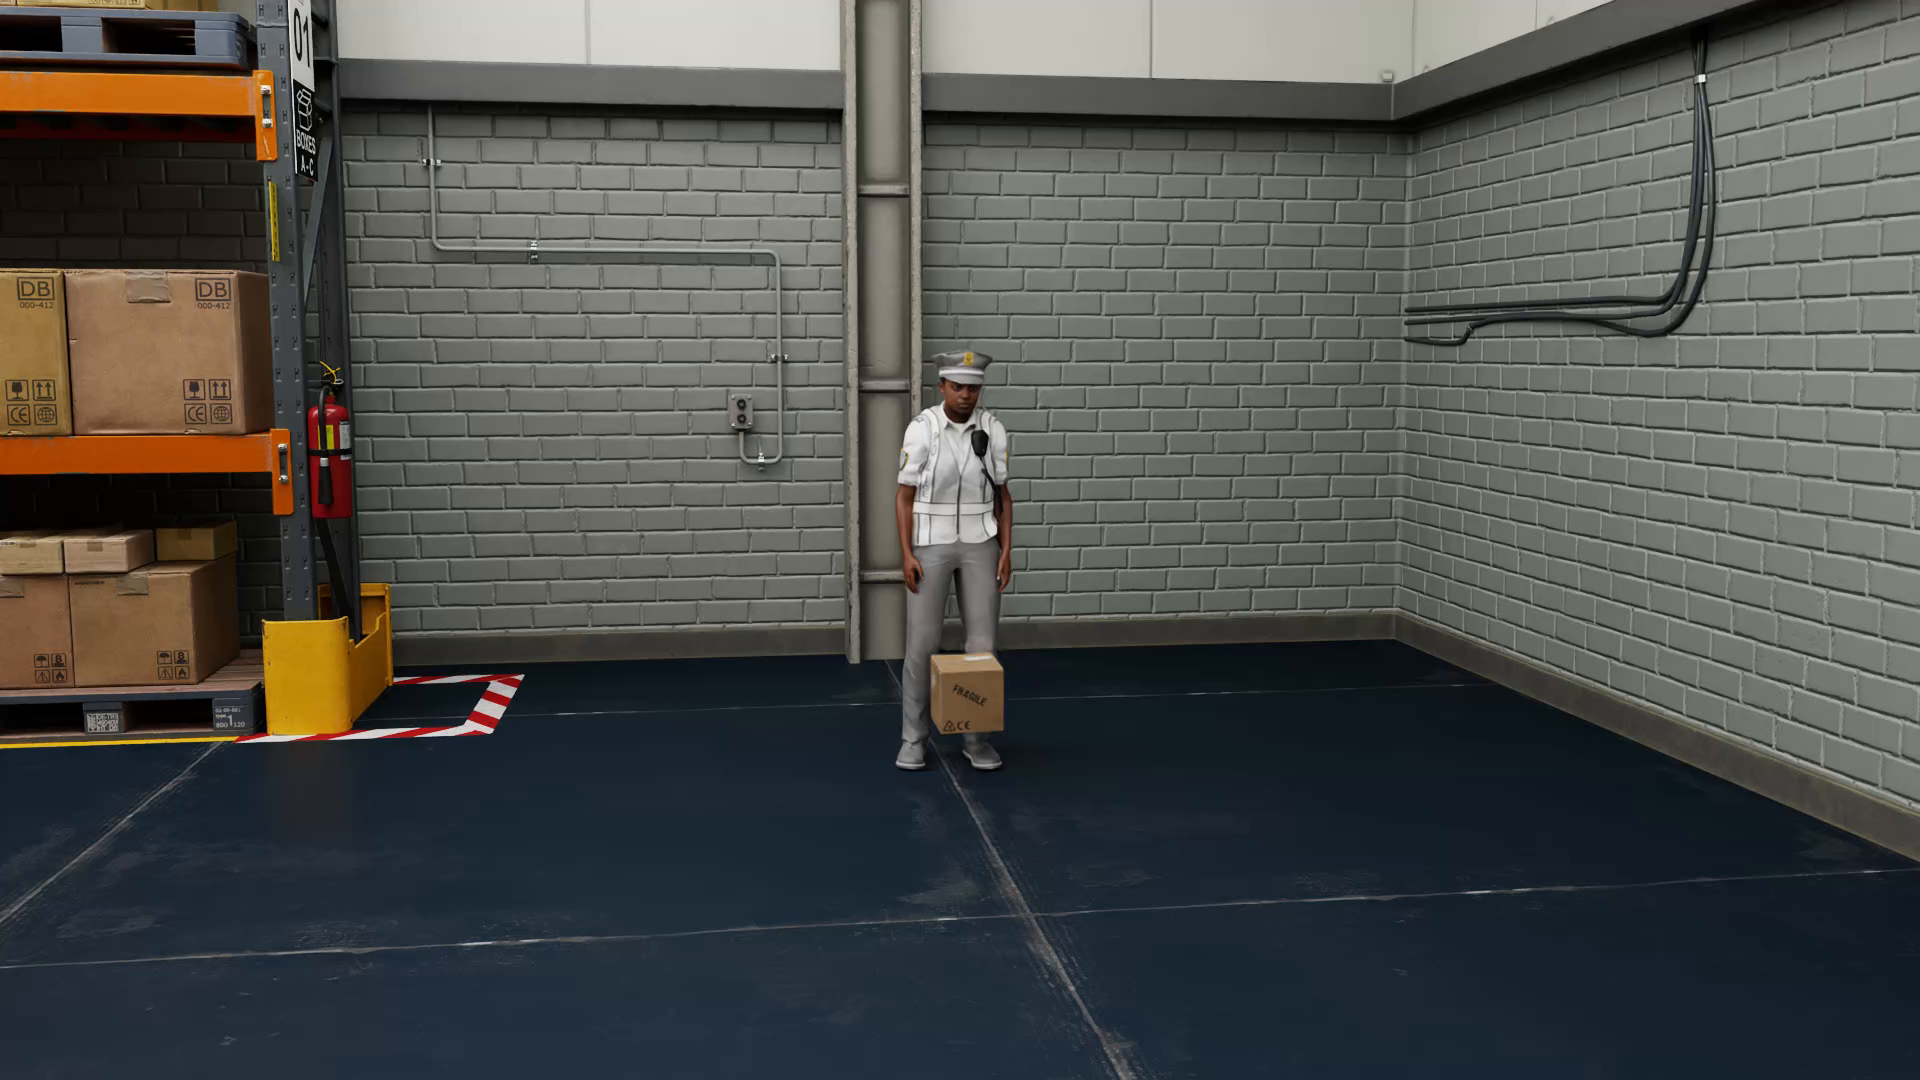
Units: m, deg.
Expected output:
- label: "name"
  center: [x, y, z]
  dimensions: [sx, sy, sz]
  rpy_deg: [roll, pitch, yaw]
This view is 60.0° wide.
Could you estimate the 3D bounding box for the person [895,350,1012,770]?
- label: "person"
  center: [-0.024, 0.073, 6.685]
  dimensions: [0.498, 1.665, 0.424]
  rpy_deg: [-1, 7, -10]
